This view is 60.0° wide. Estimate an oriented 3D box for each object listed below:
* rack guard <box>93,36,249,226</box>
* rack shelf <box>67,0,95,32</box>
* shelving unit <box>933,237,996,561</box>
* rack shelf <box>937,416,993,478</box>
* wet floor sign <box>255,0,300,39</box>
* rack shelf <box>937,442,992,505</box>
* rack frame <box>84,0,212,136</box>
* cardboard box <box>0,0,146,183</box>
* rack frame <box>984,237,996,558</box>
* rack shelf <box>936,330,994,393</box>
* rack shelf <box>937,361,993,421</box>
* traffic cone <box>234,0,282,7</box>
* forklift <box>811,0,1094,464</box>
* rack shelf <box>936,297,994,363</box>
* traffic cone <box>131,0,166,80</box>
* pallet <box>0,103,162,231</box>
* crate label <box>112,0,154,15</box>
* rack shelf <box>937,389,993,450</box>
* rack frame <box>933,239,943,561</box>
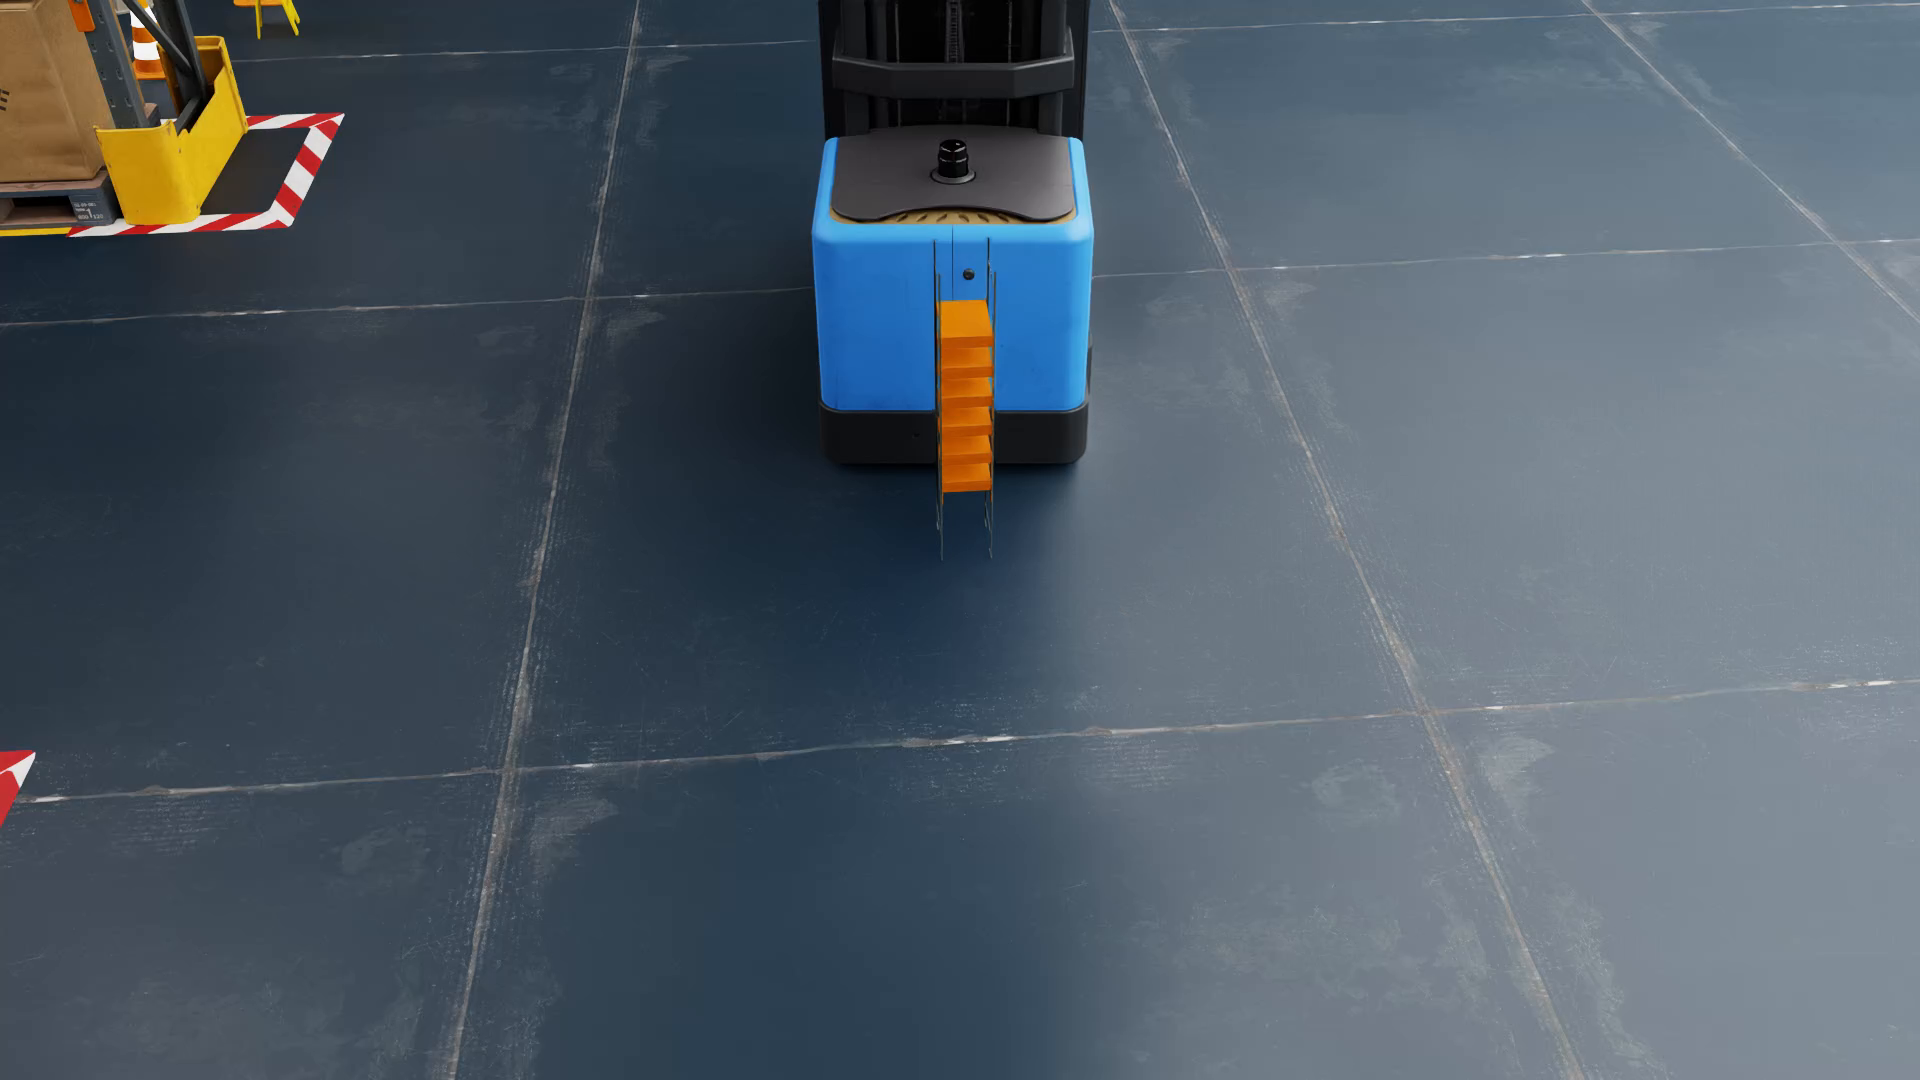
[{"bbox_3d":[-4.019,-2.116,8.528,0.348,0.500,1.175,-3,38,-4],"label":"rack guard"},{"bbox_3d":[-6.035,-2.704,7.836,4.000,0.370,1.077,-3,38,-4],"label":"rack shelf"},{"bbox_3d":[0.014,-0.472,5.879,0.189,1.200,0.258,-3,38,-4],"label":"shelving unit"},{"bbox_3d":[0.014,-0.343,5.981,0.180,0.103,0.258,-3,38,-4],"label":"rack shelf"},{"bbox_3d":[-4.189,-3.395,10.032,0.232,0.644,0.267,-9,39,-12],"label":"wet floor sign"},{"bbox_3d":[0.014,-0.249,6.056,0.180,0.103,0.258,-3,38,-4],"label":"rack shelf"},{"bbox_3d":[-4.043,-3.096,7.752,0.127,3.000,1.000,-3,38,-4],"label":"rack frame"},{"bbox_3d":[-4.713,-2.349,8.181,0.875,0.875,0.875,-3,38,-4],"label":"cardboard box"},{"bbox_3d":[0.106,-0.477,5.886,0.006,1.200,0.240,-3,38,-4],"label":"rack frame"},{"bbox_3d":[0.014,-0.625,5.758,0.180,0.103,0.258,-3,38,-4],"label":"rack shelf"},{"bbox_3d":[0.014,-0.531,5.833,0.180,0.103,0.258,-3,38,-4],"label":"rack shelf"},{"bbox_3d":[-4.459,-3.663,10.519,0.334,0.463,0.336,-3,38,-4],"label":"traffic cone"},{"bbox_3d":[-0.024,-2.331,6.838,1.130,2.935,3.031,0,38,0],"label":"forklift"},{"bbox_3d":[0.014,-0.720,5.684,0.180,0.103,0.258,-3,38,-4],"label":"rack shelf"},{"bbox_3d":[-4.698,-2.947,9.611,0.334,0.463,0.336,-3,38,-4],"label":"traffic cone"},{"bbox_3d":[-4.832,-1.909,8.499,1.213,0.211,1.003,-3,38,-4],"label":"pallet"},{"bbox_3d":[-5.237,-3.453,10.516,0.298,0.136,0.250,-24,44,-27],"label":"crate label"},{"bbox_3d":[0.014,-0.437,5.907,0.180,0.103,0.258,-3,38,-4],"label":"rack shelf"},{"bbox_3d":[-0.077,-0.467,5.873,0.006,1.200,0.240,-3,38,-4],"label":"rack frame"}]
